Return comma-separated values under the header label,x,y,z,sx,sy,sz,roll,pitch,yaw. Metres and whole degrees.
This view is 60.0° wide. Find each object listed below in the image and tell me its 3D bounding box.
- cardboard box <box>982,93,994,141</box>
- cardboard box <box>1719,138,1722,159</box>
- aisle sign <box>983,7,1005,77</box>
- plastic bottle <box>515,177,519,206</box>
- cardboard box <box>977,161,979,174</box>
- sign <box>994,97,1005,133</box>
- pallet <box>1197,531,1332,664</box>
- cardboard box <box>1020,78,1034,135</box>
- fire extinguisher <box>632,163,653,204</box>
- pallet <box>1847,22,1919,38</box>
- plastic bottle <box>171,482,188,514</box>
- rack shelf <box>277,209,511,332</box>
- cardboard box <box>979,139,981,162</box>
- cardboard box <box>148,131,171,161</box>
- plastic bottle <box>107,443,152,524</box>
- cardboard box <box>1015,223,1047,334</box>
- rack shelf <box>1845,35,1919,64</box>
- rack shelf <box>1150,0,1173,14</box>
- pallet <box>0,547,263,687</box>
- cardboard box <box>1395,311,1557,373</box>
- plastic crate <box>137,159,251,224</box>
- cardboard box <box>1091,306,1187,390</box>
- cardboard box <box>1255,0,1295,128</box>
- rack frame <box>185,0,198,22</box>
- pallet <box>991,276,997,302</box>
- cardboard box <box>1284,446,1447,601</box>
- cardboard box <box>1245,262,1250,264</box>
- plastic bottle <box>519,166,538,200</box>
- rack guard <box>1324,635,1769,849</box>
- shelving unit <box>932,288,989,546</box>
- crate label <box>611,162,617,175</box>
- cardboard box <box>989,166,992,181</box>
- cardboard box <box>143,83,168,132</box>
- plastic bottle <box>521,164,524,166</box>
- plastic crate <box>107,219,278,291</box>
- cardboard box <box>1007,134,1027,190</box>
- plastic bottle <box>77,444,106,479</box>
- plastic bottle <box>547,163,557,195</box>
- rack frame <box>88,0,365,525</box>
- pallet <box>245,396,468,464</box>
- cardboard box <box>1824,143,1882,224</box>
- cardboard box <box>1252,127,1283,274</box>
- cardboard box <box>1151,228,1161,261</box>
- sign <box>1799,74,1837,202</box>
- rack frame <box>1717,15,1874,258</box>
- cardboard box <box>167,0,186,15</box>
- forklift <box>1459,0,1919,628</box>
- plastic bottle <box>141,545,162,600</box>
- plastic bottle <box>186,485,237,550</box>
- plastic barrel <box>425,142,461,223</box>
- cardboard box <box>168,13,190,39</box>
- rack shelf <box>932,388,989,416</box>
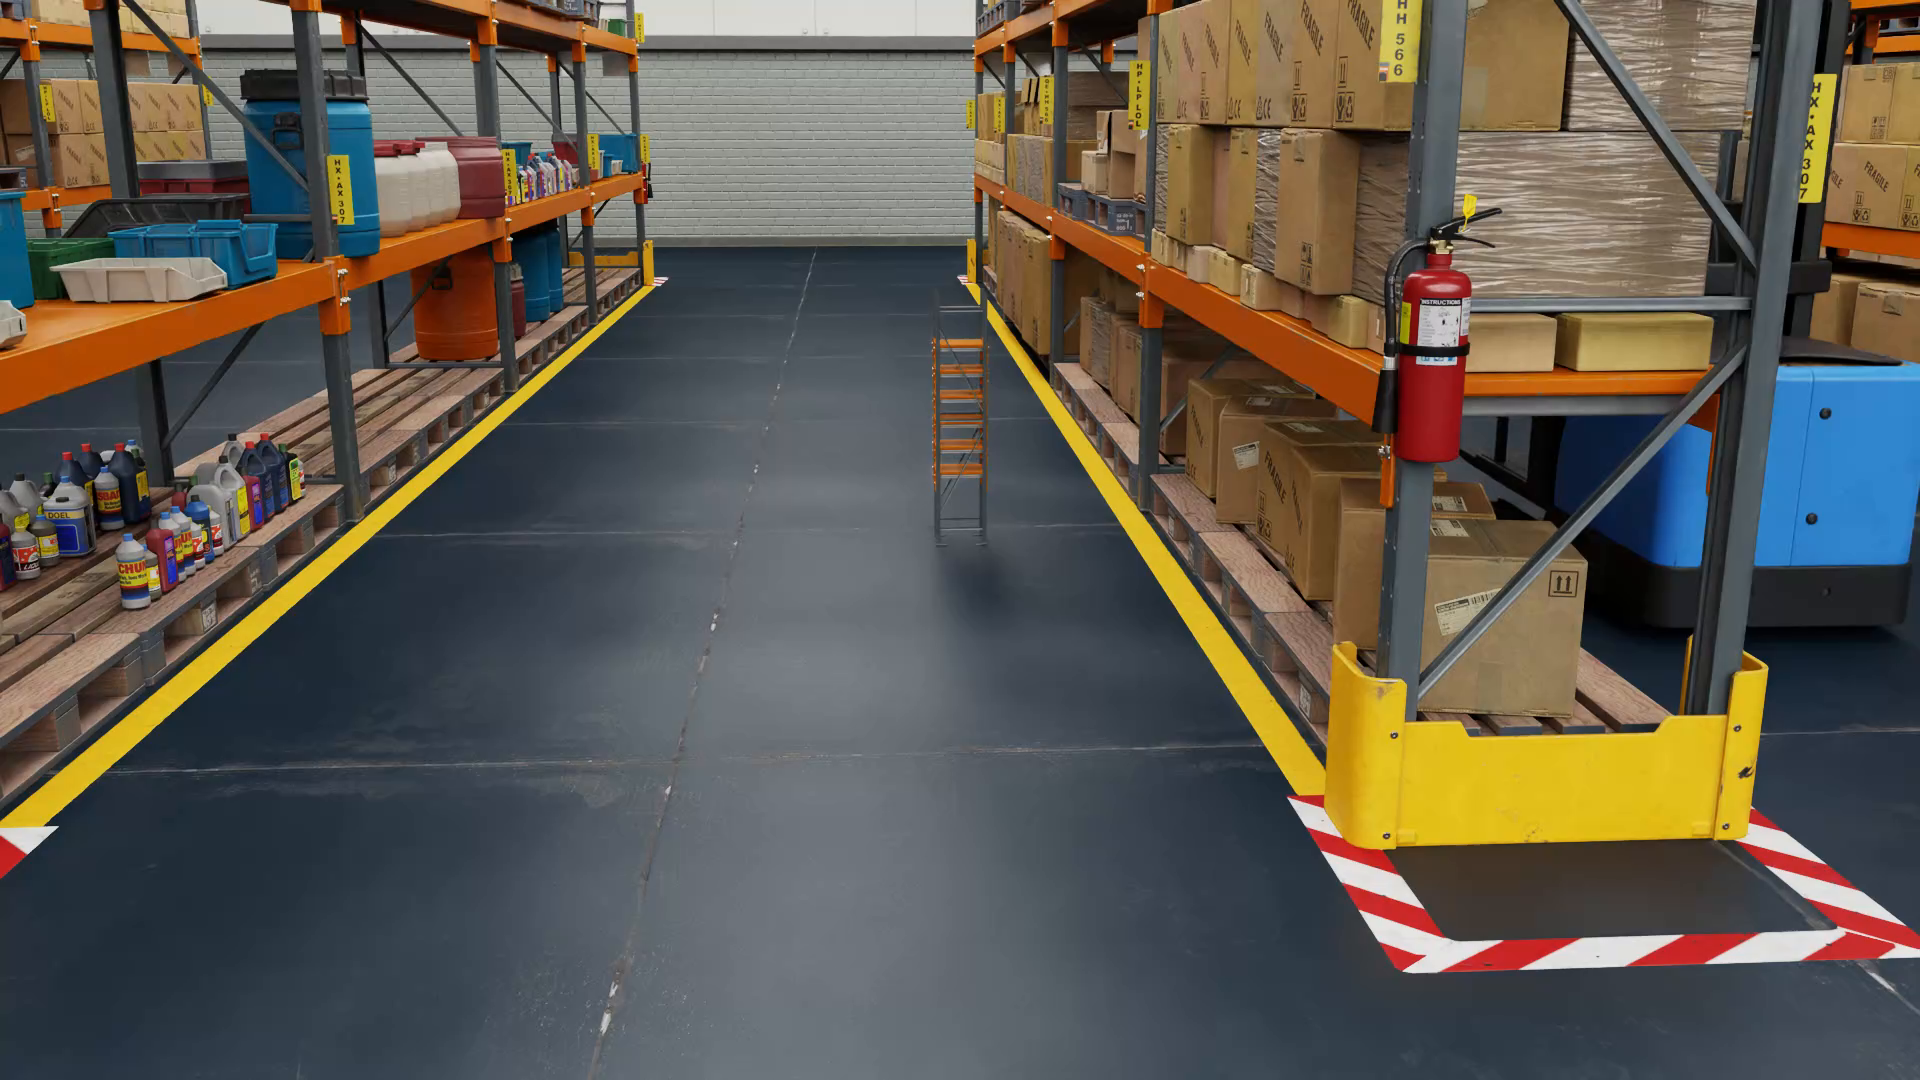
label,x,y,z,sx,sy,sz,roll,pitch,yaw
cardboard box,0.512,-4.655,18.299,0.500,0.500,0.500,-1,14,-5
cardboard box,5.650,-3.001,12.734,0.380,0.149,0.250,-1,14,-2
aisle sign,0.379,-5.870,19.602,0.394,0.787,0.004,-1,14,-3
plastic bottle,-3.461,-2.737,12.877,0.061,0.283,0.133,-1,14,-3
cardboard box,0.393,-4.319,19.295,0.380,0.149,0.250,-1,14,-4
sign,0.377,-4.051,15.856,0.100,0.325,0.005,-1,14,-3
pallet,1.582,0.208,6.794,1.003,0.211,1.213,-1,14,-3
cardboard box,0.978,-3.978,15.254,0.797,0.503,0.637,-1,14,-5
fire extinguisher,-3.817,-4.347,19.807,0.296,0.674,0.183,-1,14,-3
pallet,10.630,-5.976,19.390,1.003,0.211,1.213,-1,14,-3
plastic bottle,-3.258,-0.108,6.995,0.061,0.283,0.133,-1,14,-3
rack shelf,-3.641,-1.686,10.001,1.077,0.370,4.000,-1,14,-3
cardboard box,0.482,-4.416,18.874,0.500,0.250,0.500,-1,14,-4
cardboard box,-8.844,-4.133,17.871,0.500,0.500,0.500,-1,14,-3
plastic bottle,-3.738,-0.262,7.457,0.144,0.351,0.185,-1,14,-3
cardboard box,1.109,-2.176,13.885,1.225,0.875,0.875,-1,14,-3
rack shelf,10.698,-5.357,18.252,1.077,0.370,4.000,-1,14,-3
rack shelf,1.550,-2.220,6.058,1.077,0.370,4.000,-1,14,-3
pallet,-3.439,0.286,6.492,1.003,0.211,1.213,-1,14,-3
cardboard box,1.450,-0.564,4.704,0.380,0.149,0.250,-1,14,-3
plastic crate,-3.853,-1.683,8.420,0.402,0.464,0.583,-1,14,-3
cardboard box,1.287,-1.306,11.217,0.700,0.500,0.500,-2,15,-8
cardboard box,1.328,-1.677,5.718,0.500,0.500,0.500,-1,14,-3
rack frame,-9.205,-7.351,18.536,1.000,3.000,0.127,-1,14,-3
pallet,0.883,-2.747,18.278,1.003,0.211,1.213,-1,14,-3
cardboard box,1.561,-0.071,6.455,0.500,0.500,0.500,0,14,2
cardboard box,1.306,-0.999,6.393,0.380,0.149,0.250,-1,14,-3
plastic bottle,-3.555,-2.929,13.638,0.152,0.276,0.135,-1,14,-3
rack guard,1.669,0.573,4.794,1.175,0.500,0.348,-1,14,-3
shelving unit,0.001,-0.577,7.863,0.258,1.200,0.189,-1,14,-3
crate label,-3.984,-4.081,18.277,0.396,0.136,0.243,-1,14,-3
cardboard box,0.505,-3.871,17.557,0.380,0.149,0.250,-1,14,-4
cardboard box,-8.834,-4.617,17.744,0.500,0.500,0.500,0,14,-2
plastic bottle,-3.713,-3.057,14.145,0.097,0.271,0.097,0,14,0
plastic crate,-3.178,-1.193,6.944,0.499,0.251,0.616,-1,14,-3
cardboard box,0.709,-3.533,15.536,0.500,0.500,0.500,-1,14,-3
plastic bottle,-3.882,-0.260,7.449,0.144,0.351,0.185,0,14,-2
plastic bottle,-3.612,-3.157,14.525,0.152,0.276,0.135,-1,14,-3
rack frame,-3.517,-1.537,7.978,1.000,3.000,0.127,-1,14,-3
pallet,-3.683,-0.685,10.265,1.003,0.211,1.213,-1,14,-3
cardboard box,5.958,-2.340,10.901,0.500,0.500,0.500,-1,14,-3
cardboard box,1.529,-1.195,5.855,0.875,0.500,0.500,-1,14,-3
cardboard box,1.139,-1.433,8.081,0.380,0.149,0.250,-1,14,-3
sign,2.215,-1.046,4.334,0.100,0.325,0.005,-1,14,-3
rack frame,6.135,-2.659,12.342,1.000,3.000,0.127,-1,14,-3
cardboard box,-8.919,-5.944,18.385,0.500,0.250,0.500,-1,14,-3
forklift,3.122,-1.391,7.549,1.130,2.935,3.031,-1,14,-2
plastic bottle,-3.077,0.119,6.277,0.097,0.201,0.097,0,14,0
plastic bottle,-3.152,-0.106,7.003,0.152,0.276,0.135,-1,14,-2
plastic barrel,-3.488,-2.333,10.849,0.421,0.512,0.421,0,14,0
cardboard box,-8.910,-5.702,18.448,0.500,0.250,0.500,-1,14,-3
rack shelf,0.001,-0.651,7.844,0.258,0.103,0.180,-1,14,-3
